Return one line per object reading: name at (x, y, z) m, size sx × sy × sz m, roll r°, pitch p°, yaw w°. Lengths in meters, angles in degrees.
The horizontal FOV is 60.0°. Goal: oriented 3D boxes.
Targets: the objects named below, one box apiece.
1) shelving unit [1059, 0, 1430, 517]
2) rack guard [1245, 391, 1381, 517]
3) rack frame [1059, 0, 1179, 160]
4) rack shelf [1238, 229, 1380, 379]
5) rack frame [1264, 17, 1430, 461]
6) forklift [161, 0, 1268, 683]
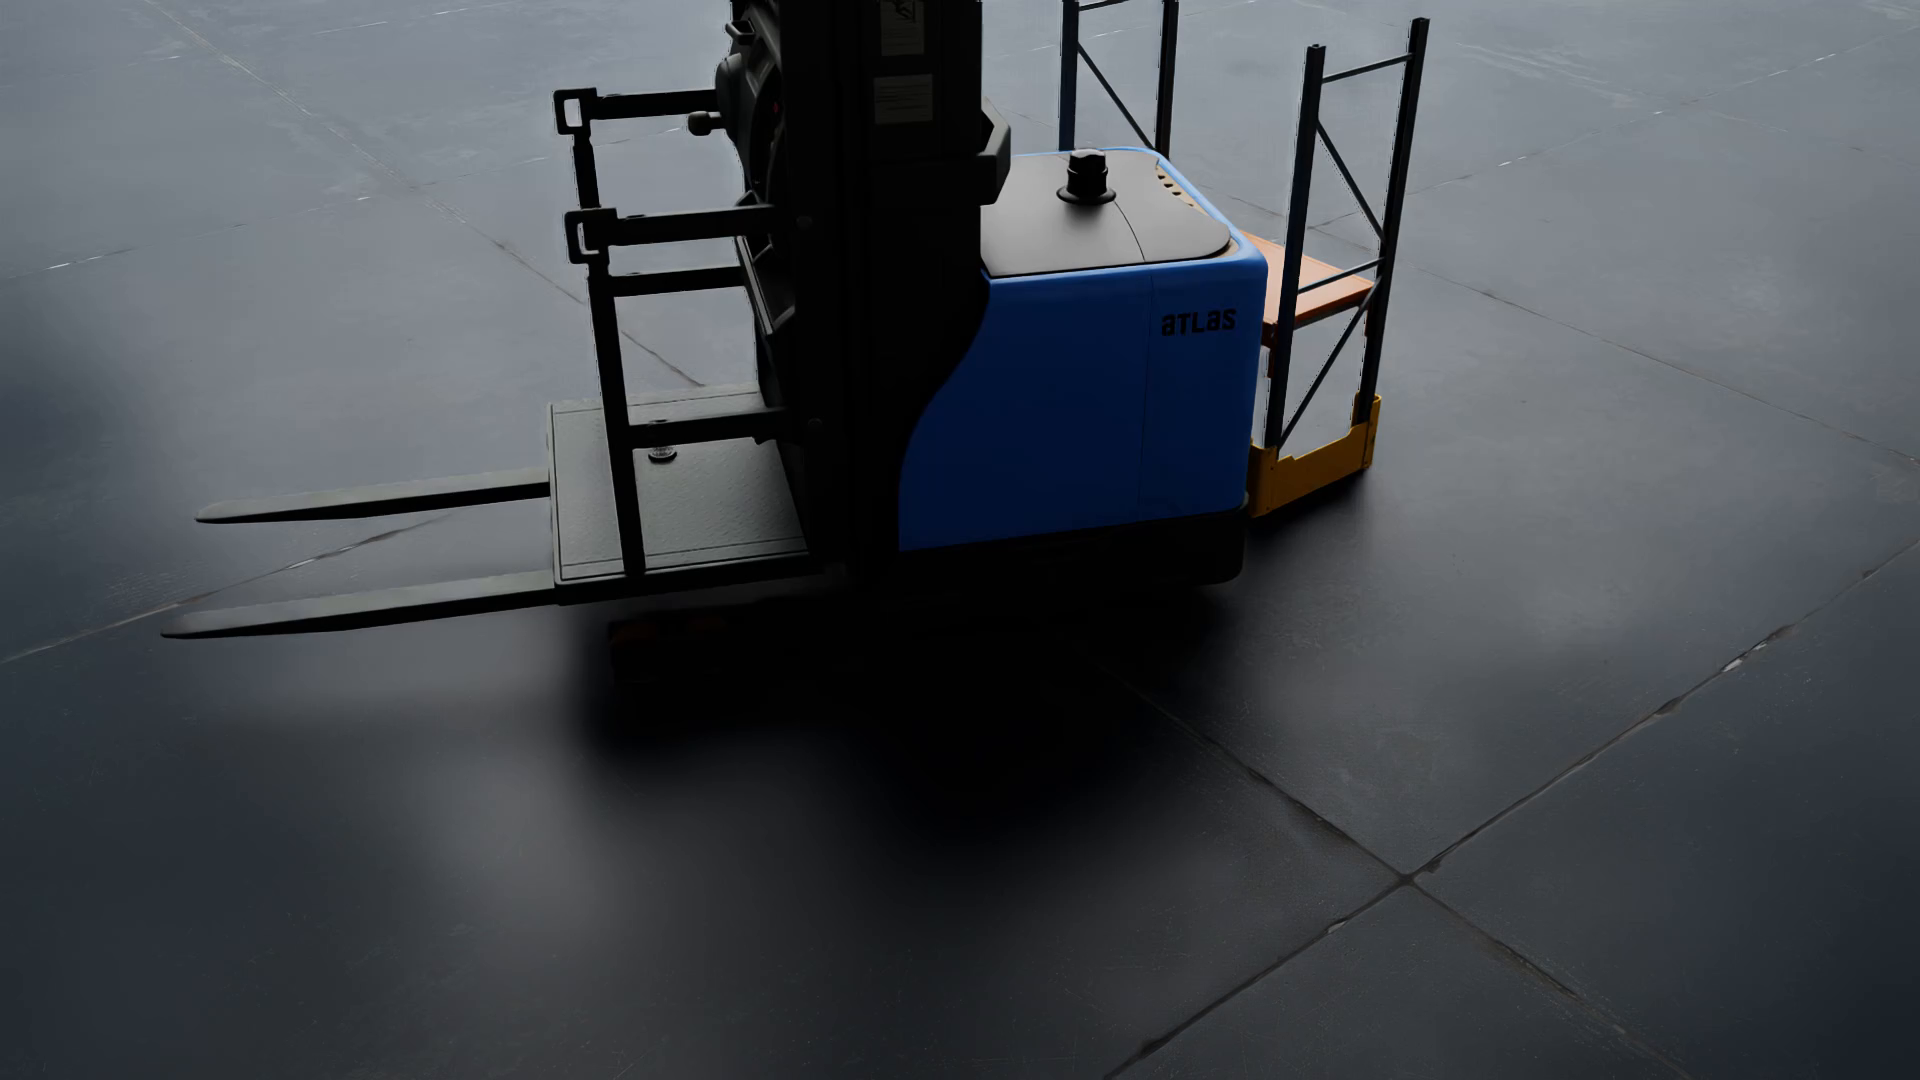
shelving unit at (0.847, -1.024, 5.478) m, size 0.587 × 1.500 × 1.083 m, roll -23°, pitch 38°, yaw -32°
rack guard at (1.157, -0.288, 5.477) m, size 0.587 × 0.250 × 0.087 m, roll -23°, pitch 38°, yaw -32°
rack frame at (0.536, -1.230, 5.809) m, size 0.500 × 1.500 × 0.032 m, roll -23°, pitch 38°, yaw -32°
rack shelf at (0.853, -0.868, 5.566) m, size 0.538 × 0.185 × 1.000 m, roll -23°, pitch 38°, yaw -32°
rack frame at (1.169, -0.811, 5.134) m, size 0.500 × 1.500 × 0.032 m, roll -23°, pitch 38°, yaw -32°
forklift at (-0.726, -1.155, 4.332) m, size 3.031 × 2.935 × 1.130 m, roll -7°, pitch 33°, yaw -11°
